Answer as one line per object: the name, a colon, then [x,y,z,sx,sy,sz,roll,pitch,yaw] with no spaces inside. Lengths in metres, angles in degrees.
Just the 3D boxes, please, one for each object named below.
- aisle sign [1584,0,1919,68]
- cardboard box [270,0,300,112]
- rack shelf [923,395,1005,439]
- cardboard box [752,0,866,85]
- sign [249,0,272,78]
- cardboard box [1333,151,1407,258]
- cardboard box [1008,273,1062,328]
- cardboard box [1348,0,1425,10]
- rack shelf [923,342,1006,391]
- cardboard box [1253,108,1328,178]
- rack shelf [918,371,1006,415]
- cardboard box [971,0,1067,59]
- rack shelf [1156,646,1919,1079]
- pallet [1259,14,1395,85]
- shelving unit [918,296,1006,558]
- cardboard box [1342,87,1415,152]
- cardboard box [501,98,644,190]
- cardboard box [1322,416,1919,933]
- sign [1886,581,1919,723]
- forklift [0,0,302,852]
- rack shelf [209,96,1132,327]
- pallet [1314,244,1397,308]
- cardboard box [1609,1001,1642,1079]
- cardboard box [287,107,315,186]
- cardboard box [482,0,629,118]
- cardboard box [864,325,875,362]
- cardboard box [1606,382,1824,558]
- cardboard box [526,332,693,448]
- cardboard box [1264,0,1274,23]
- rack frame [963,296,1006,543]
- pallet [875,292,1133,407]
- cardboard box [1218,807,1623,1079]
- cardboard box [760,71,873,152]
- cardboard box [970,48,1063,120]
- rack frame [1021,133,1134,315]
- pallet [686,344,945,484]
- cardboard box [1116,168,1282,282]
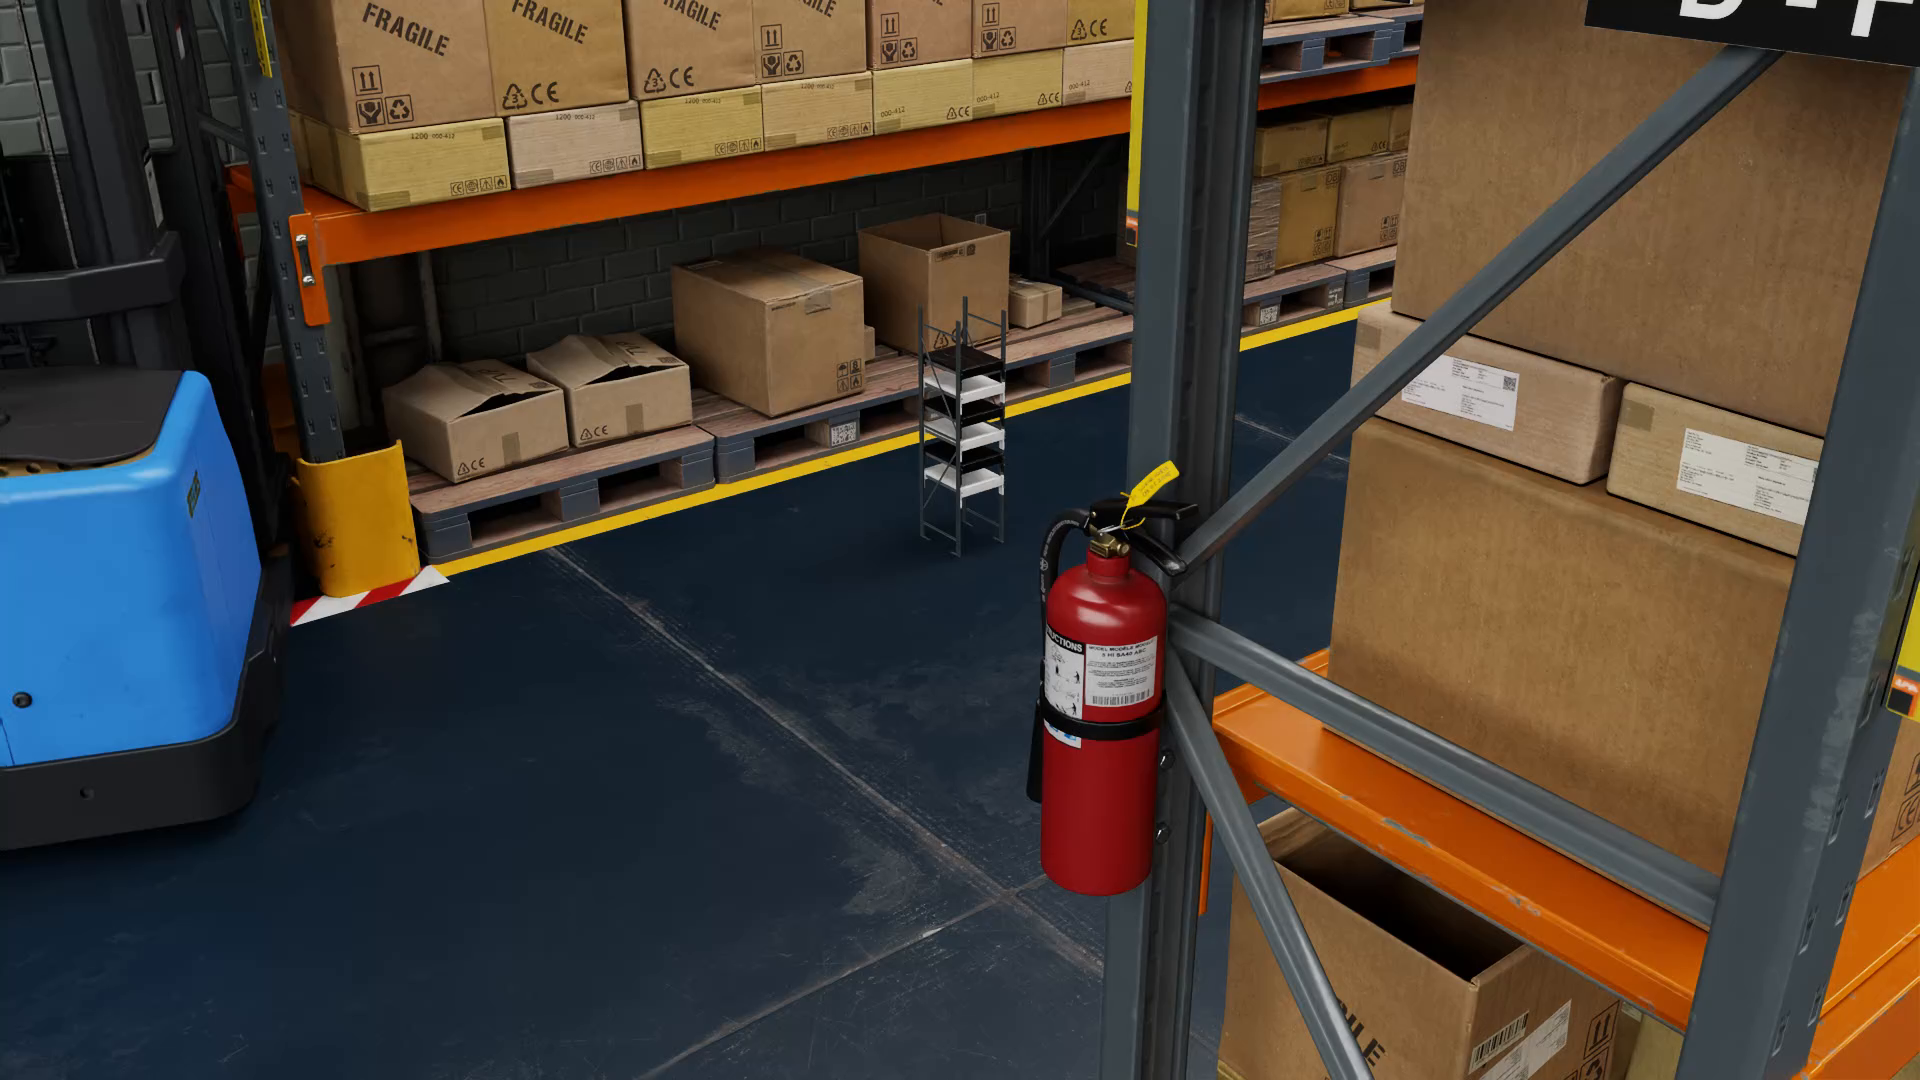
aisle sign: [0.723,-0.787,1.294,0.004,0.787,0.394,-18,31,-34]
cardboard box: [-2.235,-1.840,5.915,0.500,0.500,0.500,-19,31,-35]
rack shelf: [0.006,-0.462,6.041,0.200,0.077,0.258,-18,31,-34]
cardboard box: [-0.709,-2.067,6.404,0.500,0.500,0.500,-17,30,-32]
sign: [-2.139,-1.579,5.061,0.005,0.325,0.100,-18,31,-34]
cardboard box: [2.044,-1.937,9.308,0.500,0.500,0.700,-18,30,-33]
cardboard box: [0.271,-1.170,8.052,0.380,0.166,0.250,22,33,39]
cardboard box: [2.038,-3.095,8.714,0.500,0.500,0.700,-14,28,-27]
rack shelf: [0.006,-0.625,5.965,0.200,0.077,0.258,-18,31,-34]
cardboard box: [1.587,-2.123,8.817,0.500,0.250,0.500,-19,31,-35]
rack shelf: [0.006,-0.543,6.003,0.200,0.077,0.258,-18,31,-34]
cardboard box: [0.103,-2.329,6.970,0.500,0.500,0.500,-18,31,-34]
rack shelf: [2.159,0.081,3.367,4.000,0.370,1.077,-18,31,-34]
pallet: [1.365,-2.468,8.233,1.213,0.211,1.003,-18,31,-34]
shelving unit: [0.006,-0.410,6.065,0.210,0.900,0.258,-18,31,-34]
cardboard box: [2.398,-2.383,9.378,0.500,0.250,0.500,-18,31,-34]
cardboard box: [-1.495,-1.468,6.005,0.500,0.250,0.500,-19,31,-36]
cardboard box: [0.961,0.112,2.327,0.500,0.500,0.700,-18,31,-34]
sign: [0.923,0.031,1.498,0.005,0.325,0.100,-18,31,-34]
forklift: [-2.847,-1.074,5.082,1.130,2.935,3.031,-7,26,-15]
rack shelf: [-0.900,-1.559,6.901,4.000,0.370,1.077,-18,31,-34]
pallet: [2.246,-1.662,9.579,1.213,0.211,1.003,-18,31,-34]
cardboard box: [1.211,0.960,3.386,0.500,0.250,0.500,-18,31,-34]
cardboard box: [-2.226,-1.493,6.057,0.500,0.250,0.500,-18,30,-33]
cardboard box: [-1.518,-1.797,5.822,0.500,0.500,0.500,-18,30,-34]
cardboard box: [-0.598,-0.903,7.496,0.250,0.149,0.380,-21,32,-38]
cardboard box: [1.027,-0.096,2.005,0.250,0.149,0.380,-19,31,-34]
cardboard box: [-1.426,-0.644,6.746,0.500,0.311,0.500,-15,29,-30]
cardboard box: [1.095,-2.771,8.016,0.500,0.500,0.700,-18,30,-34]
rack frame: [0.086,-0.437,6.122,0.006,0.900,0.240,-18,31,-34]
pallet: [0.167,-0.954,8.055,1.213,0.211,1.003,-18,31,-34]
cardboard box: [0.824,0.753,2.941,0.500,0.500,0.500,-18,31,-34]
cardboard box: [-0.691,-1.729,6.567,0.500,0.250,0.500,-18,30,-34]
cardboard box: [0.090,-1.996,7.142,0.500,0.250,0.500,-18,30,-34]
rack frame: [0.673,-2.405,7.869,0.127,3.000,1.000,-18,31,-34]
pallet: [-0.794,-0.635,7.368,1.213,0.211,1.003,-18,31,-34]
cardboard box: [1.242,-1.667,8.726,0.500,0.500,0.700,-17,30,-32]
